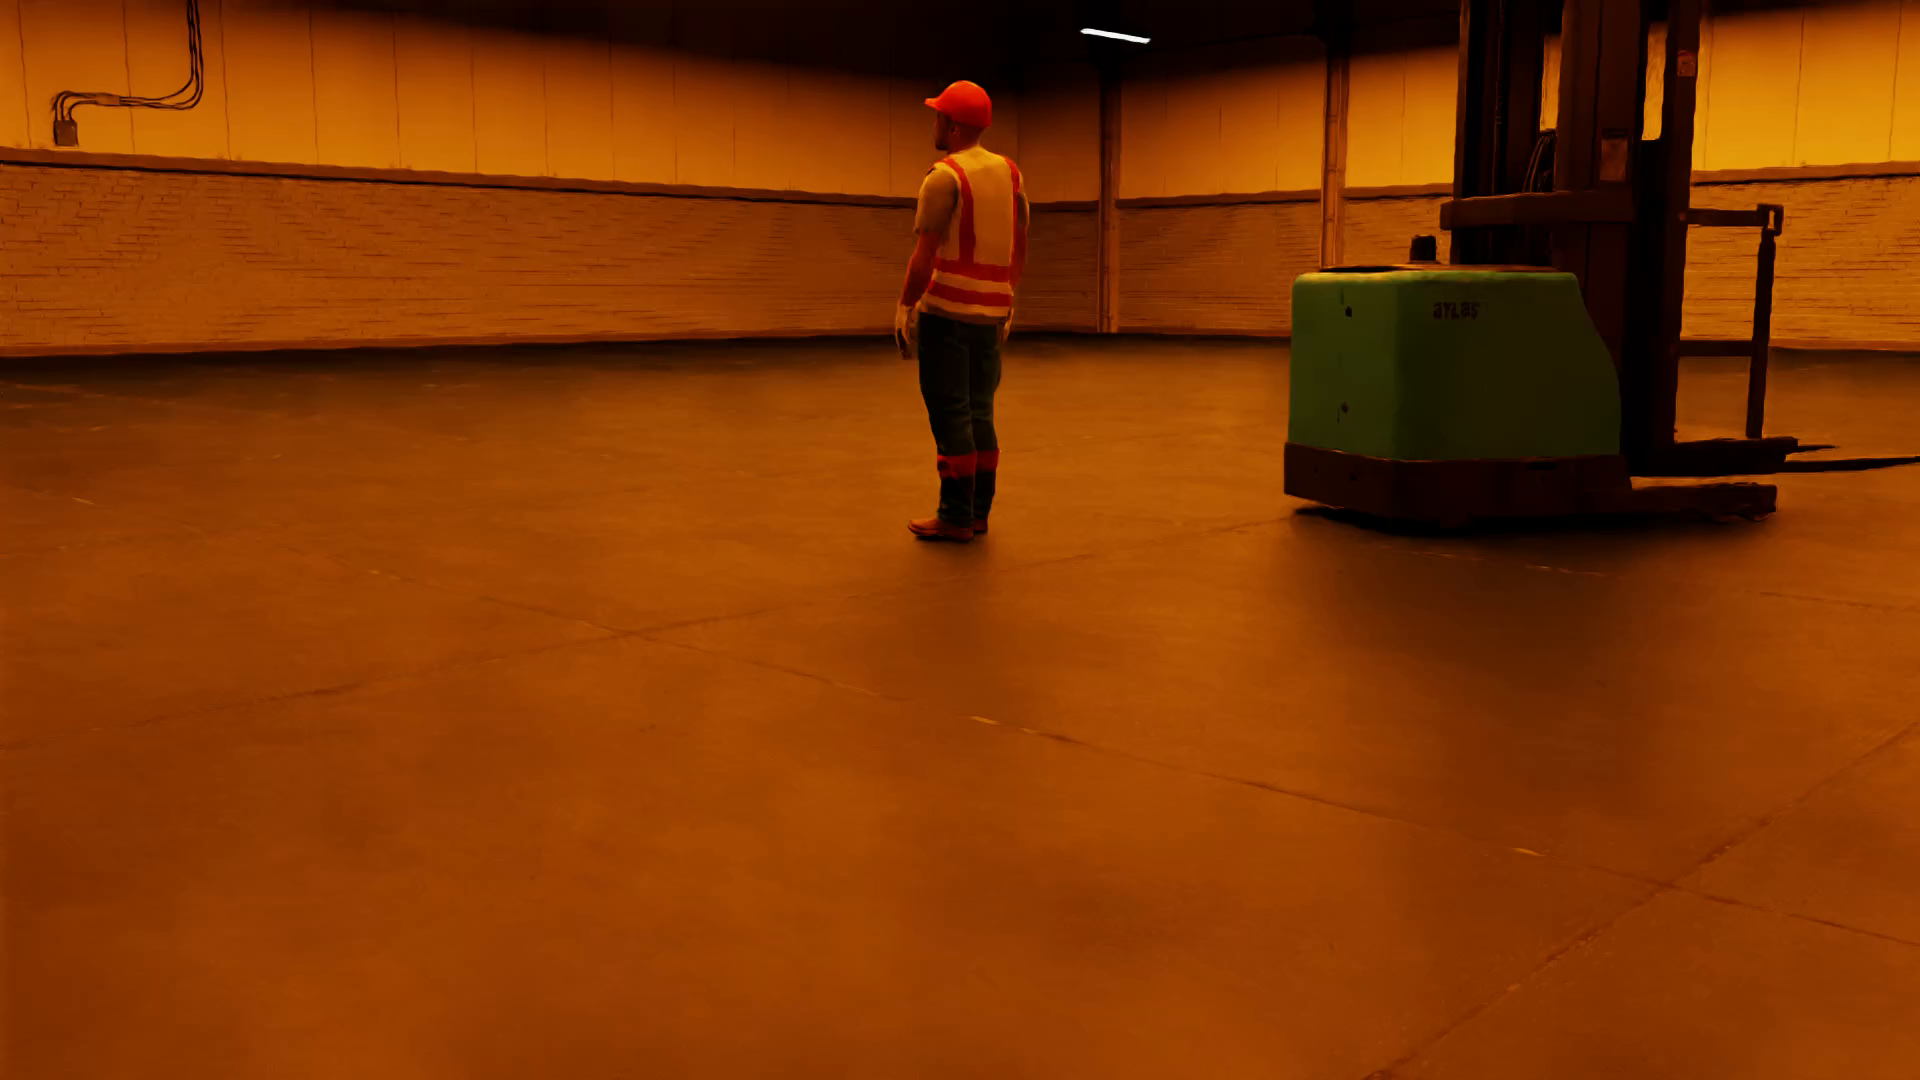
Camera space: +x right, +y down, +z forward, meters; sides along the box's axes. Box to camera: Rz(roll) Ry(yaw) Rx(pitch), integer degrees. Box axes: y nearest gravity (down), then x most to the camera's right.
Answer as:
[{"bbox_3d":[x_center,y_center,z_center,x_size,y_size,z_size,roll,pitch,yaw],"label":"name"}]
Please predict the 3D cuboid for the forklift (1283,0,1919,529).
[{"bbox_3d":[3.067,-1.598,7.490,3.031,2.935,1.130,-3,9,-18],"label":"forklift"}]

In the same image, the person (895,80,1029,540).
[{"bbox_3d":[-0.050,-0.901,6.646,0.563,1.787,0.637,8,12,43],"label":"person"}]
